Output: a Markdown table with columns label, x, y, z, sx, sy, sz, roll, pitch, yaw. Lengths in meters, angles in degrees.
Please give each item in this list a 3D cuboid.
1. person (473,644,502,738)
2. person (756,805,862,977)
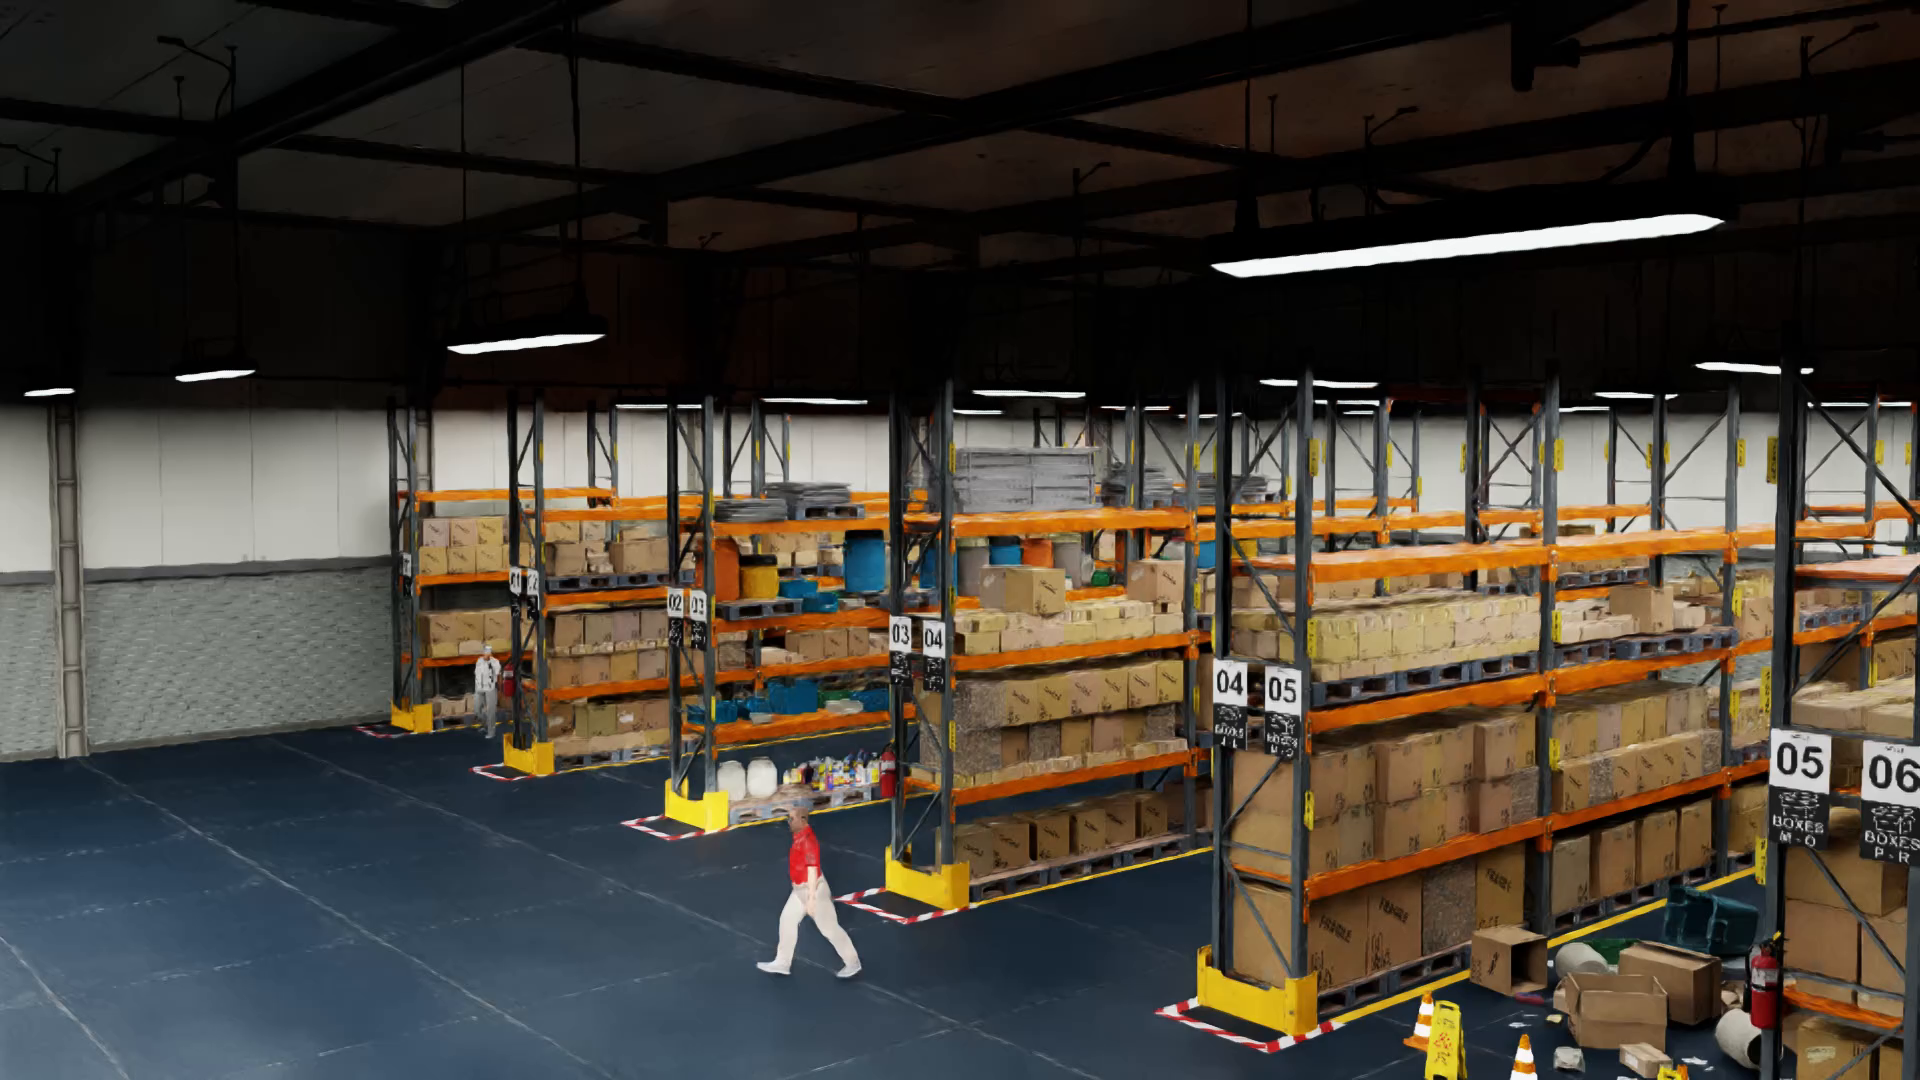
| label | x | y | z | sx | sy | sz | roll | pitch | yaw |
| --- | --- | --- | --- | --- | --- | --- | --- | --- | --- |
| person | -8.302 | 2.636 | 29.251 | 0.550 | 1.653 | 0.583 | 1 | 3 | 13 |
| person | -1.451 | 3.391 | 16.072 | 0.983 | 1.673 | 0.586 | -1 | 3 | -17 |
